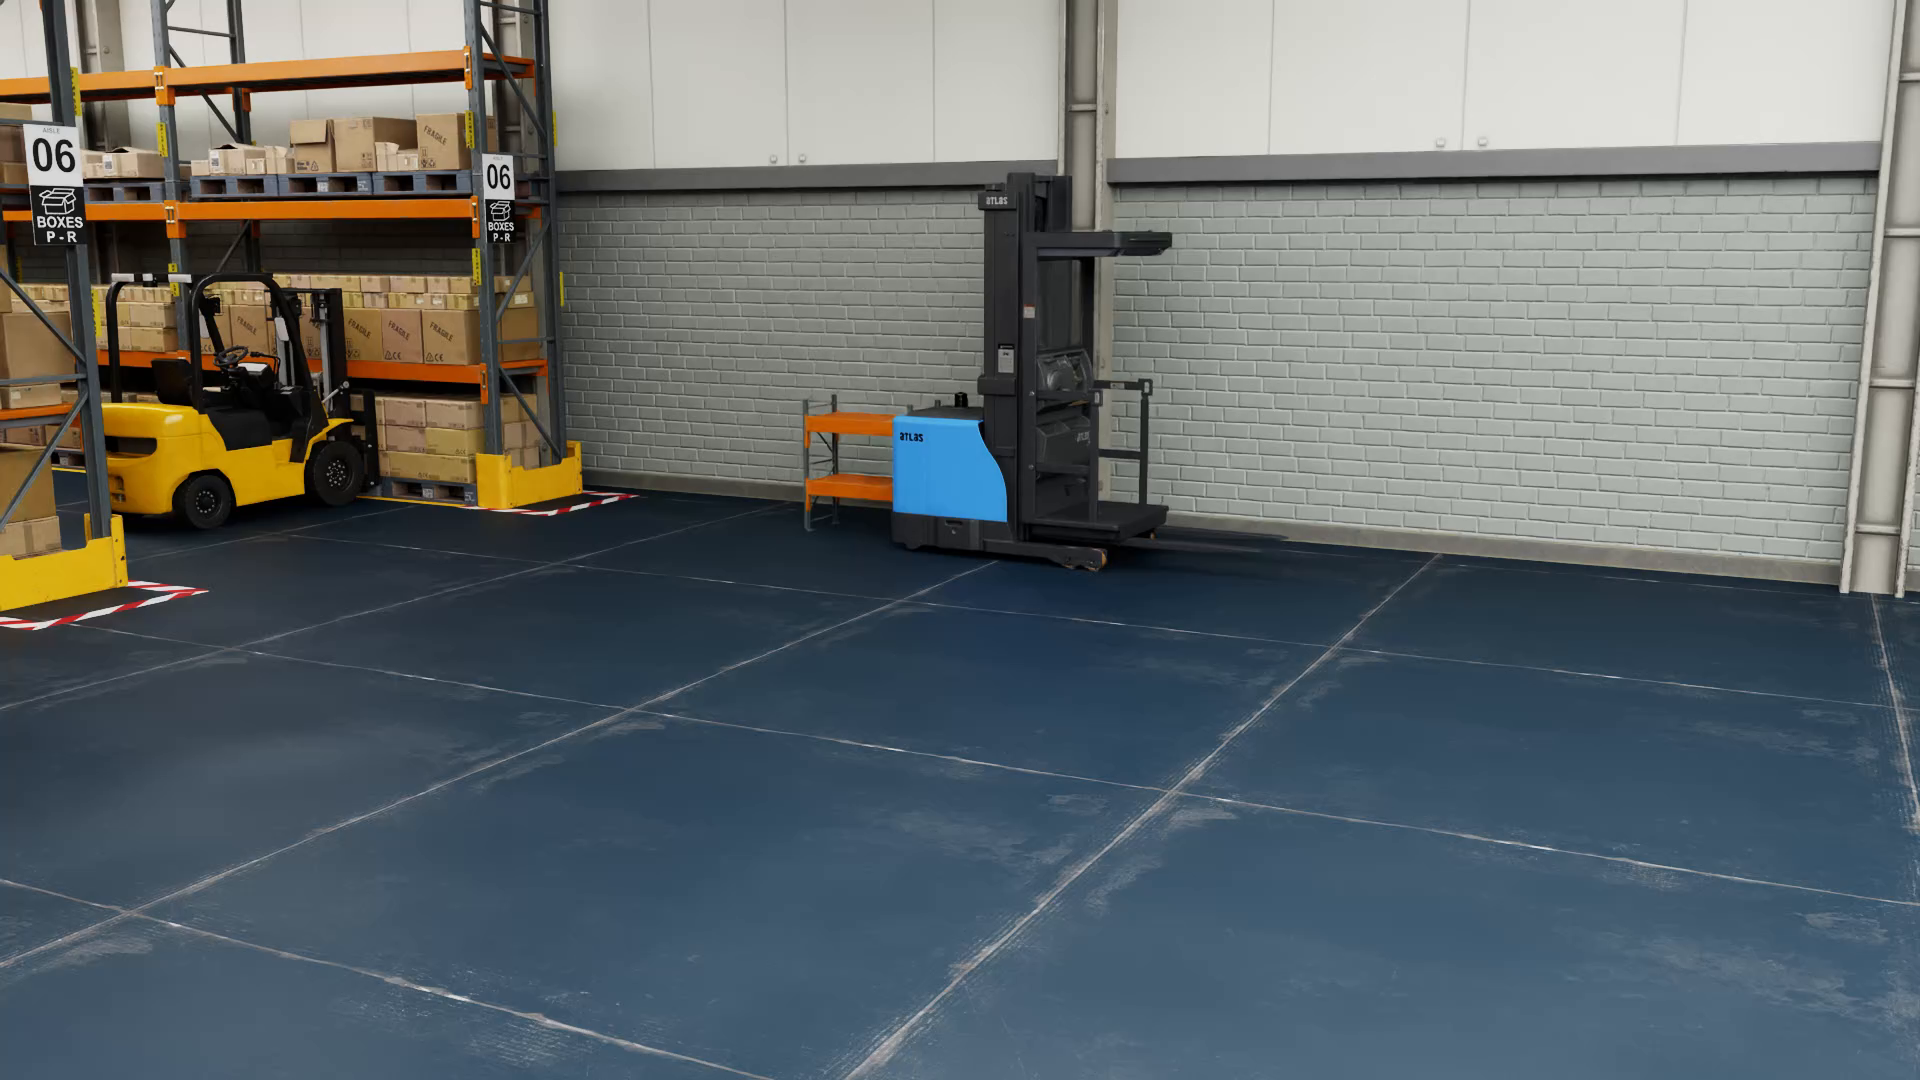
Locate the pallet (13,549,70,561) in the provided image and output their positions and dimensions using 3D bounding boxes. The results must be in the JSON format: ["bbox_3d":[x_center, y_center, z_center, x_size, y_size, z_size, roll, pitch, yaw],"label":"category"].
[{"bbox_3d":[-7.078,0.226,11.887,1.213,0.211,1.003,5,11,26],"label":"pallet"}]

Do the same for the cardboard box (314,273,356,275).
[{"bbox_3d":[-6.346,-2.638,16.945,0.250,0.149,0.380,5,11,25],"label":"cardboard box"}]

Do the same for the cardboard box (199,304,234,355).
[{"bbox_3d":[-7.409,-2.151,16.911,0.500,0.500,0.500,5,11,24],"label":"cardboard box"}]

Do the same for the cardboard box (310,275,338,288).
[{"bbox_3d":[-6.115,-2.515,16.266,0.250,0.149,0.380,5,11,26],"label":"cardboard box"}]

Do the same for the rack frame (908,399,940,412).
[{"bbox_3d":[-0.295,-0.583,13.792,0.032,1.125,0.500,5,12,28],"label":"rack frame"}]

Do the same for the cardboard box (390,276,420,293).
[{"bbox_3d":[-5.191,-2.435,15.823,0.250,0.149,0.380,5,11,26],"label":"cardboard box"}]

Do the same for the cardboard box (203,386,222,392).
[{"bbox_3d":[-7.397,-1.436,16.975,0.500,0.250,0.500,5,11,25],"label":"cardboard box"}]

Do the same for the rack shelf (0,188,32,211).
[{"bbox_3d":[-8.091,-2.350,11.888,4.000,0.370,1.077,5,11,26],"label":"rack shelf"}]

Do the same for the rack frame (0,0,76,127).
[{"bbox_3d":[-6.297,-4.022,10.686,0.127,3.000,1.000,5,11,26],"label":"rack frame"}]

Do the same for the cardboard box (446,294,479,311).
[{"bbox_3d":[-4.539,-2.214,15.439,0.250,0.149,0.380,5,11,27],"label":"cardboard box"}]

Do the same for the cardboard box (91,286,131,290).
[{"bbox_3d":[-9.034,-2.614,17.646,0.250,0.149,0.380,5,11,24],"label":"cardboard box"}]

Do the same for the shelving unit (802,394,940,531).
[{"bbox_3d":[-0.743,-0.625,14.027,1.048,1.125,0.538,5,12,28],"label":"shelving unit"}]

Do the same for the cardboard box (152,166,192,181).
[{"bbox_3d":[-8.366,-3.885,17.596,0.250,0.149,0.380,5,11,26],"label":"cardboard box"}]

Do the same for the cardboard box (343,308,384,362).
[{"bbox_3d":[-5.583,-1.992,16.033,0.500,0.500,0.500,5,11,25],"label":"cardboard box"}]

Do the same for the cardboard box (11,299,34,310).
[{"bbox_3d":[-10.079,-2.508,18.183,0.500,0.250,0.500,5,11,24],"label":"cardboard box"}]

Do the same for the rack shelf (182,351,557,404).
[{"bbox_3d":[-5.898,-1.667,16.537,4.000,0.370,1.077,5,11,26],"label":"rack shelf"}]

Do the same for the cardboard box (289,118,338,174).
[{"bbox_3d":[-5.991,-3.791,16.080,0.637,0.503,0.797,5,12,28],"label":"cardboard box"}]

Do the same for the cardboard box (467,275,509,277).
[{"bbox_3d":[-4.522,-2.469,16.015,0.250,0.149,0.380,5,12,28],"label":"cardboard box"}]

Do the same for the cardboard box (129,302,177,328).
[{"bbox_3d":[-8.245,-2.348,17.301,0.500,0.250,0.500,5,11,25],"label":"cardboard box"}]

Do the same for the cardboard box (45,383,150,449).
[{"bbox_3d":[-9.532,-1.377,18.405,0.625,0.625,0.875,5,11,23],"label":"cardboard box"}]

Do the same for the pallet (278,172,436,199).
[{"bbox_3d":[-5.825,-3.451,16.204,1.213,0.211,1.003,5,11,26],"label":"pallet"}]

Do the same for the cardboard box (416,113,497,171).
[{"bbox_3d":[-4.609,-3.640,15.258,0.500,0.500,0.500,5,12,28],"label":"cardboard box"}]

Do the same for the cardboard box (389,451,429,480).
[{"bbox_3d":[-5.107,-0.744,15.960,0.500,0.250,0.500,5,11,26],"label":"cardboard box"}]

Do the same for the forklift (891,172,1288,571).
[{"bbox_3d":[0.995,-1.317,12.779,3.031,2.935,1.130,5,12,28],"label":"forklift"}]

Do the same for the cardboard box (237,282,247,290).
[{"bbox_3d":[-7.030,-2.596,16.713,0.250,0.149,0.380,5,11,25],"label":"cardboard box"}]

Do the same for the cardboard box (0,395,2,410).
[{"bbox_3d":[-6.727,-0.942,11.217,0.250,0.149,0.380,5,12,28],"label":"cardboard box"}]

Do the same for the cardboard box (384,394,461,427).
[{"bbox_3d":[-5.116,-1.235,15.863,0.500,0.250,0.500,5,12,27],"label":"cardboard box"}]

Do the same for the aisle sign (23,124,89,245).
[{"bbox_3d":[-6.105,-2.394,11.236,0.004,0.787,0.394,5,11,26],"label":"aisle sign"}]

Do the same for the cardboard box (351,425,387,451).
[{"bbox_3d":[-5.597,-1.030,16.135,0.500,0.250,0.500,5,11,25],"label":"cardboard box"}]

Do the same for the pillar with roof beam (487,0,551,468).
[{"bbox_3d":[-6.235,-4.326,12.368,0.400,9.000,9.100,5,11,26],"label":"pillar with roof beam"}]

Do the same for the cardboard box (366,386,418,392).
[{"bbox_3d":[-5.802,-1.398,16.768,0.500,0.250,0.500,5,11,25],"label":"cardboard box"}]

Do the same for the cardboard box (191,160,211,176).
[{"bbox_3d":[-7.424,-3.703,16.589,0.250,0.149,0.380,5,12,27],"label":"cardboard box"}]

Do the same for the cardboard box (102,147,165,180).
[{"bbox_3d":[-8.449,-3.885,17.138,0.500,0.311,0.500,5,11,24],"label":"cardboard box"}]

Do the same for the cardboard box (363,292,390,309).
[{"bbox_3d":[-5.465,-2.295,15.884,0.250,0.149,0.380,5,11,24],"label":"cardboard box"}]

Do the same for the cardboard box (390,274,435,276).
[{"bbox_3d":[-5.428,-2.558,16.505,0.250,0.149,0.380,5,11,24],"label":"cardboard box"}]

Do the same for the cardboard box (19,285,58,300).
[{"bbox_3d":[-9.961,-2.690,18.067,0.250,0.149,0.380,5,12,27],"label":"cardboard box"}]

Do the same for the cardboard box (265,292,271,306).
[{"bbox_3d":[-6.620,-2.391,16.418,0.250,0.149,0.380,5,11,25],"label":"cardboard box"}]

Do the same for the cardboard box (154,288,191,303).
[{"bbox_3d":[-8.096,-2.538,17.230,0.250,0.149,0.380,5,12,28],"label":"cardboard box"}]

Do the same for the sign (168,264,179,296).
[{"bbox_3d":[-7.923,-2.622,16.765,0.005,0.325,0.100,5,11,26],"label":"sign"}]

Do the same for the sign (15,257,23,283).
[{"bbox_3d":[-11.036,-3.152,19.474,0.005,0.325,0.100,5,11,26],"label":"sign"}]

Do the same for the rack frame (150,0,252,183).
[{"bbox_3d":[-7.692,-5.130,16.810,0.127,3.000,1.000,5,11,26],"label":"rack frame"}]

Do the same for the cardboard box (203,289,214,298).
[{"bbox_3d":[-7.522,-2.480,16.906,0.250,0.149,0.380,5,11,25],"label":"cardboard box"}]

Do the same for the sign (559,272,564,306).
[{"bbox_3d":[-3.854,-2.416,16.005,0.005,0.325,0.100,5,11,26],"label":"sign"}]

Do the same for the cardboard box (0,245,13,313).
[{"bbox_3d":[-6.852,-1.763,11.126,0.500,0.500,0.700,5,11,24],"label":"cardboard box"}]

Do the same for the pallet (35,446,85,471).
[{"bbox_3d":[-9.468,-0.954,18.409,1.213,0.211,1.003,5,11,26],"label":"pallet"}]
